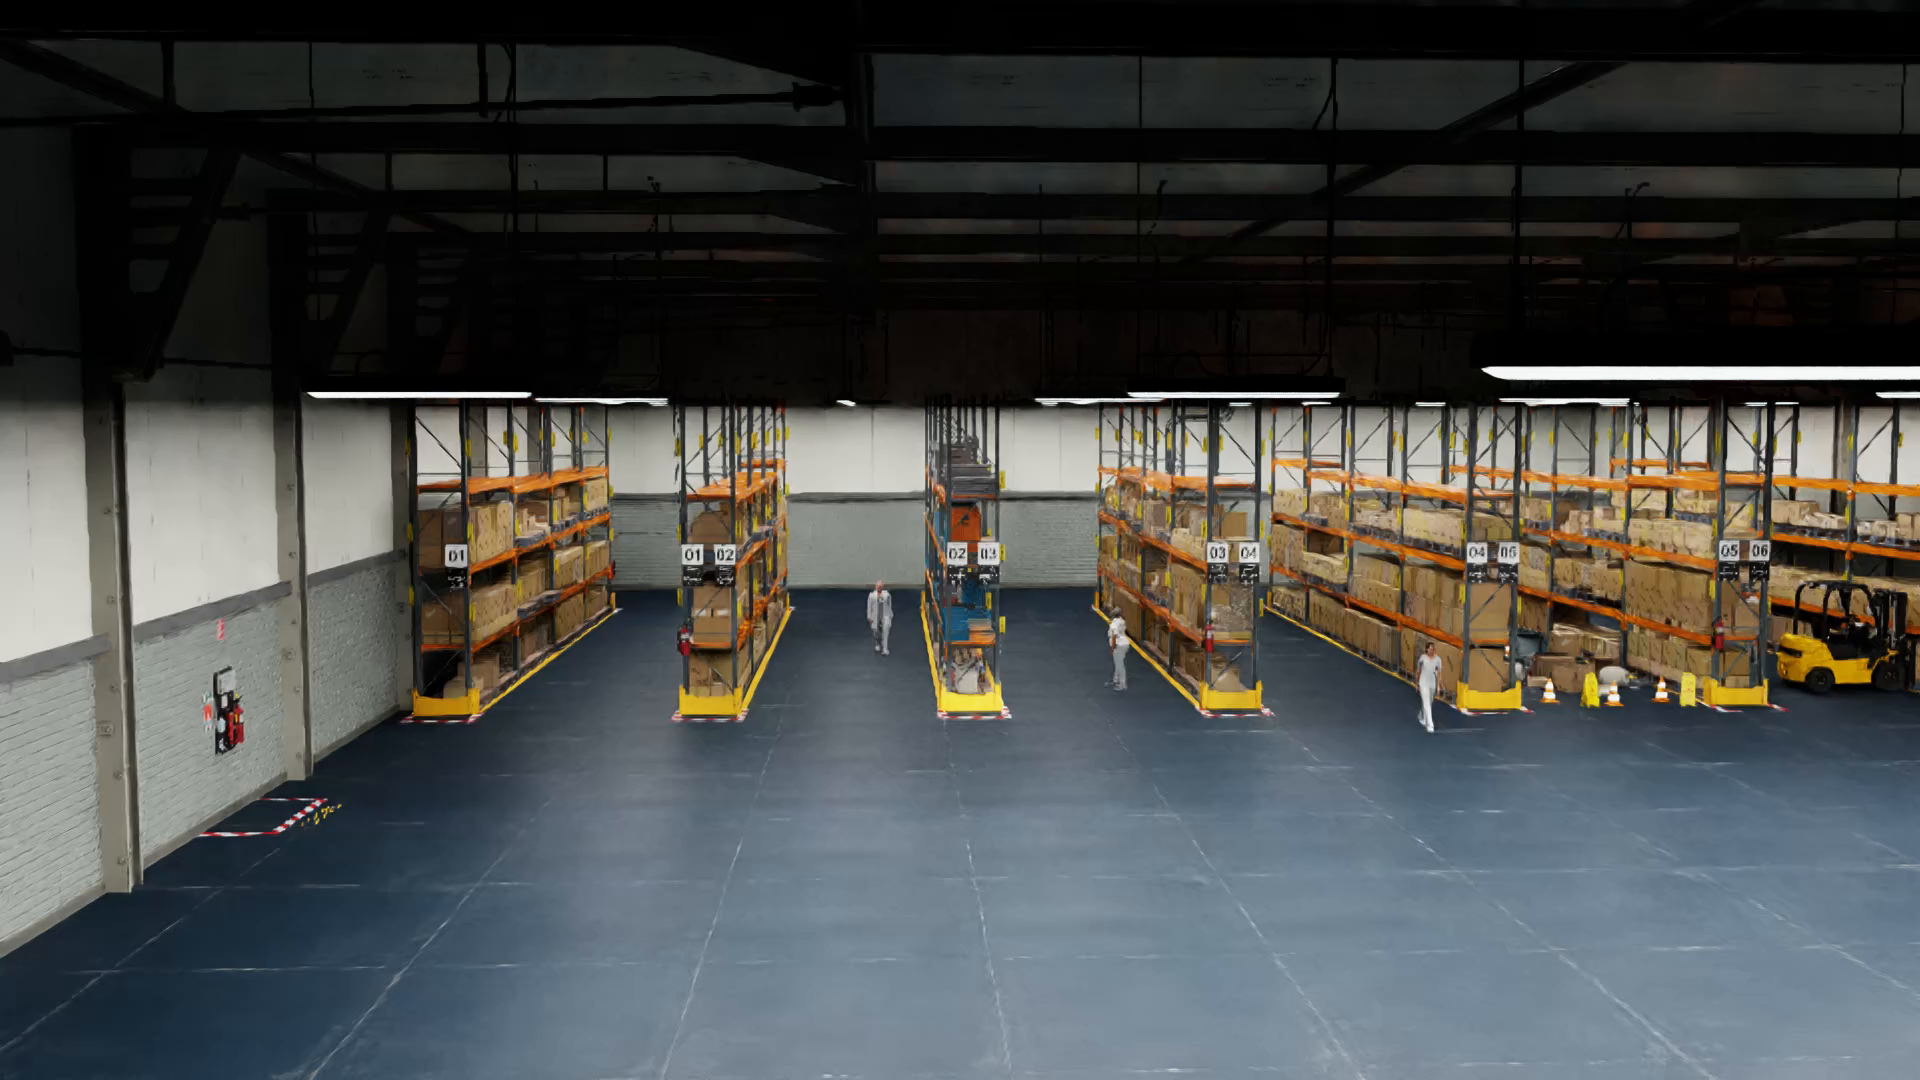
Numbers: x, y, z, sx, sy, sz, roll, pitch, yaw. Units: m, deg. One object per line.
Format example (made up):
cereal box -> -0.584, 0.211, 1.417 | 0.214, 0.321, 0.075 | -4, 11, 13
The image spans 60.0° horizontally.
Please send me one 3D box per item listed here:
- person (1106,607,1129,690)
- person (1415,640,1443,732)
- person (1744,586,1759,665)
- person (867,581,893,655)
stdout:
person -> 3.203, 2.196, 34.021 | 0.547, 1.659, 0.597 | 2, 5, 25
person -> 8.368, 2.573, 29.603 | 0.445, 1.591, 1.110 | 0, 5, -5
person -> 17.665, 1.897, 37.215 | 0.580, 1.744, 0.654 | 2, 5, 25
person -> -1.864, 1.792, 38.798 | 0.584, 1.698, 1.194 | 0, 5, -1
